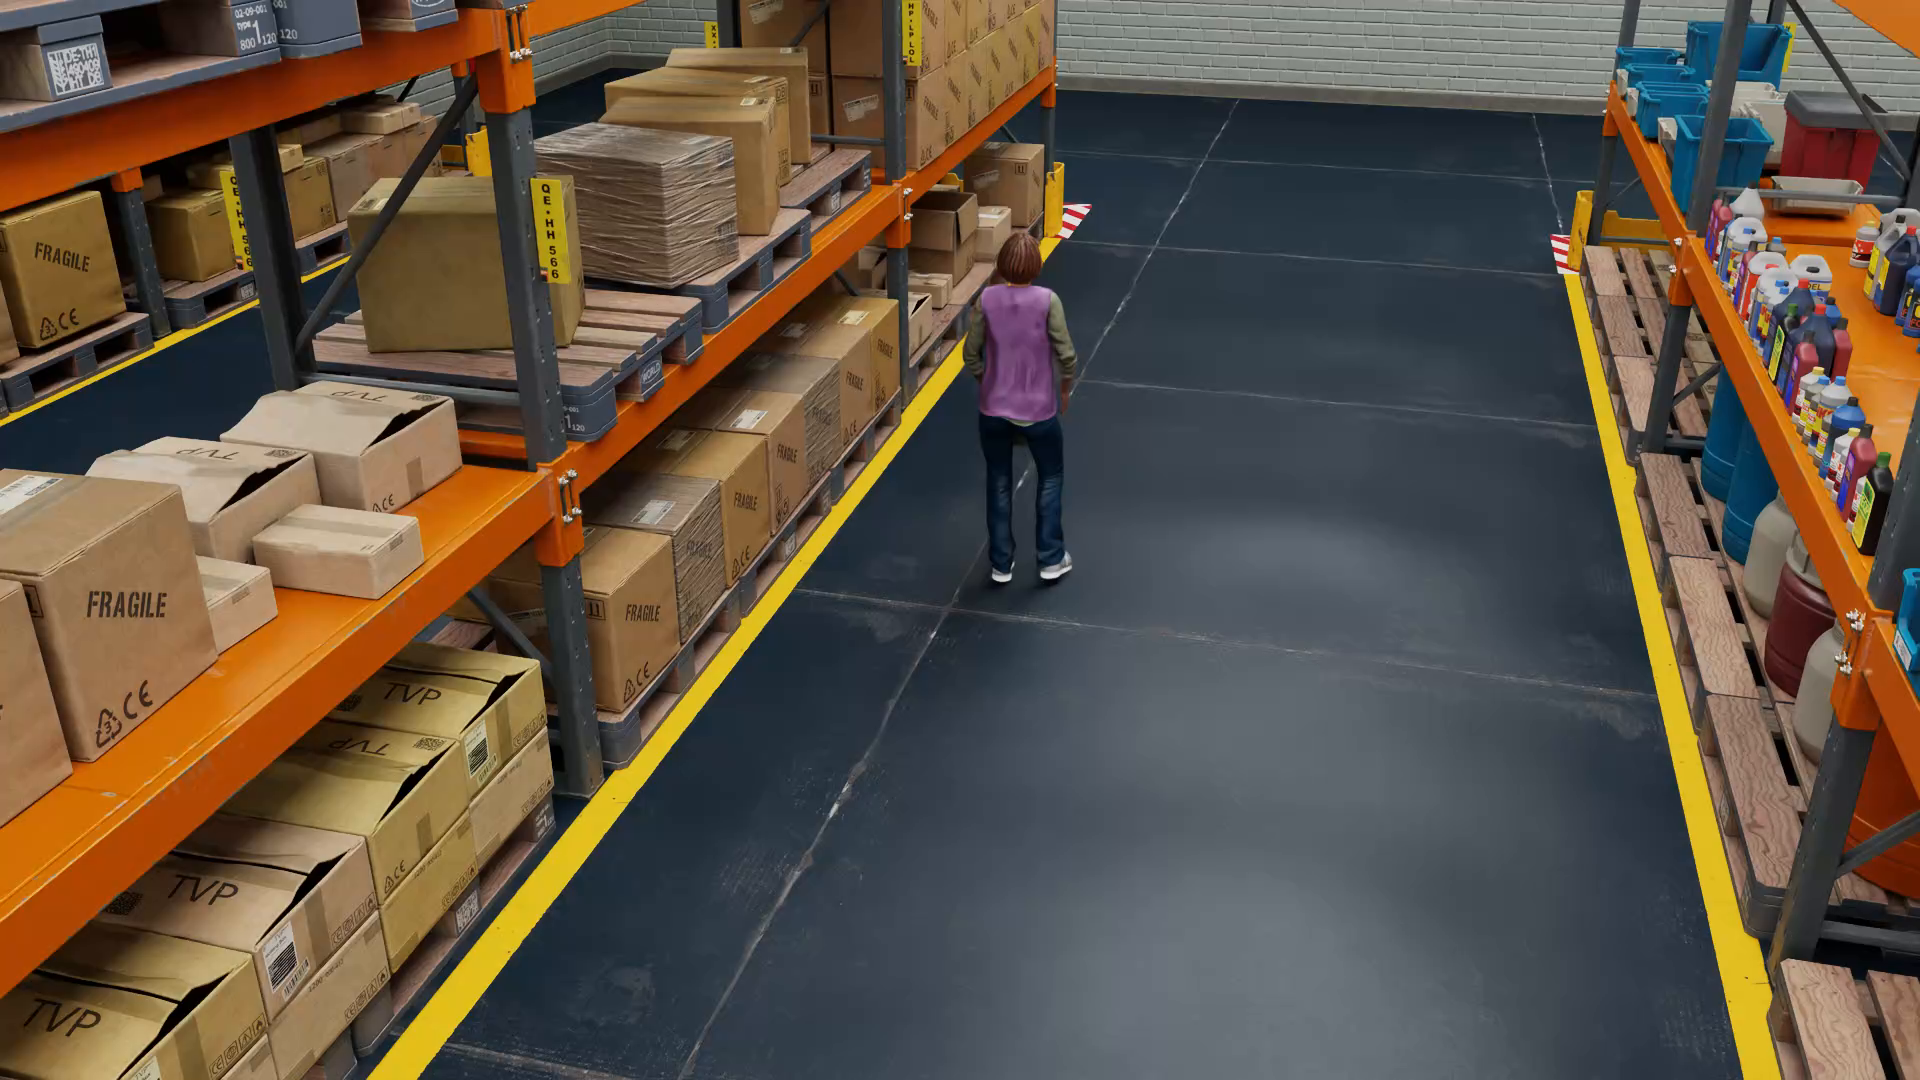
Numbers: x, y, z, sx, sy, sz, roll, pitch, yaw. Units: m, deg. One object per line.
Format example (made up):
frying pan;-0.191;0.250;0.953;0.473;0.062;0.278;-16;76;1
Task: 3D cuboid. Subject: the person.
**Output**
person;0.262;-0.581;7.354;0.513;1.574;0.429;5;26;11
